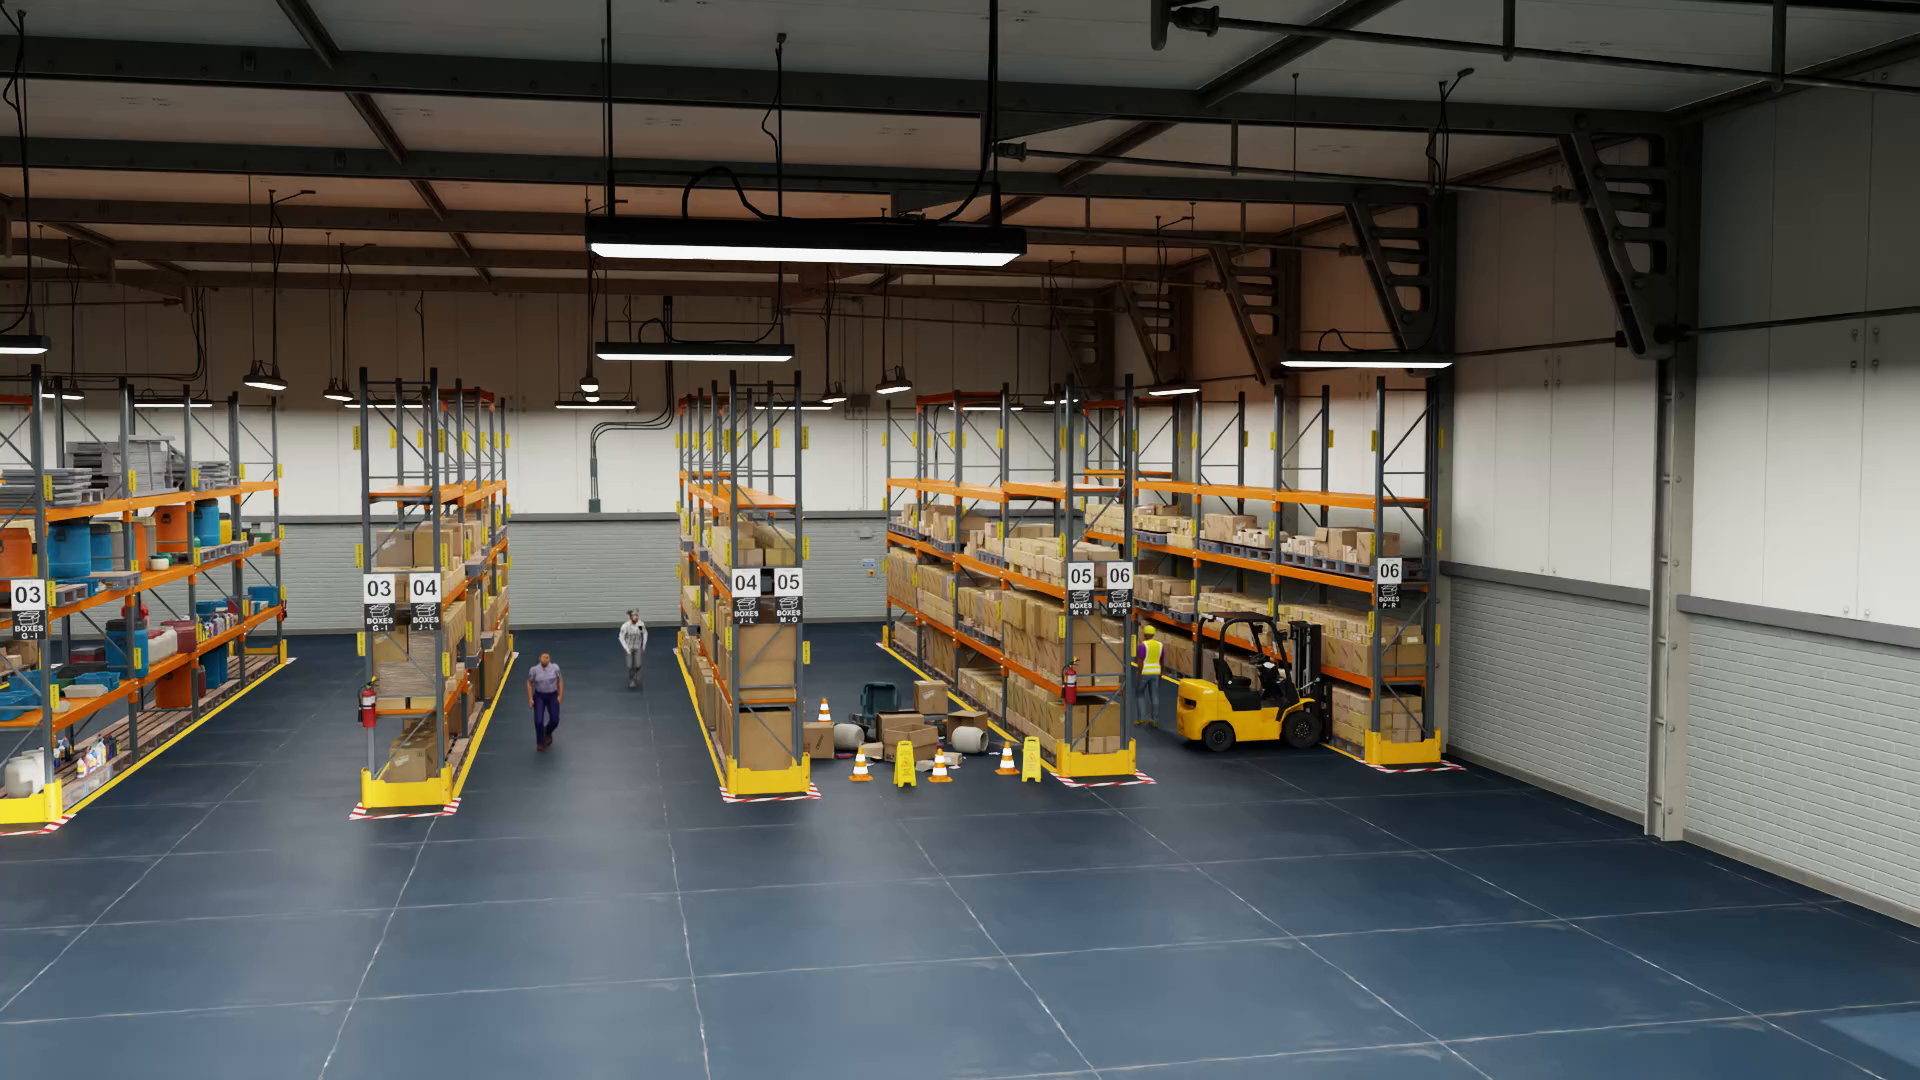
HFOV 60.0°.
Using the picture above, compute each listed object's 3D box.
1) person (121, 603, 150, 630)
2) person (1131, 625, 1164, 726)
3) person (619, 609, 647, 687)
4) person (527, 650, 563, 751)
[{"bbox_3d":[-18.112,1.981,36.461,0.663,1.656,1.084,-1,3,-10],"label":"person"},{"bbox_3d":[3.346,2.405,29.242,0.589,1.809,0.602,-1,4,-18],"label":"person"},{"bbox_3d":[-6.651,2.188,33.852,0.572,1.619,0.509,-1,4,-14],"label":"person"},{"bbox_3d":[-6.767,2.589,27.093,0.571,1.631,0.557,-1,4,-19],"label":"person"}]
